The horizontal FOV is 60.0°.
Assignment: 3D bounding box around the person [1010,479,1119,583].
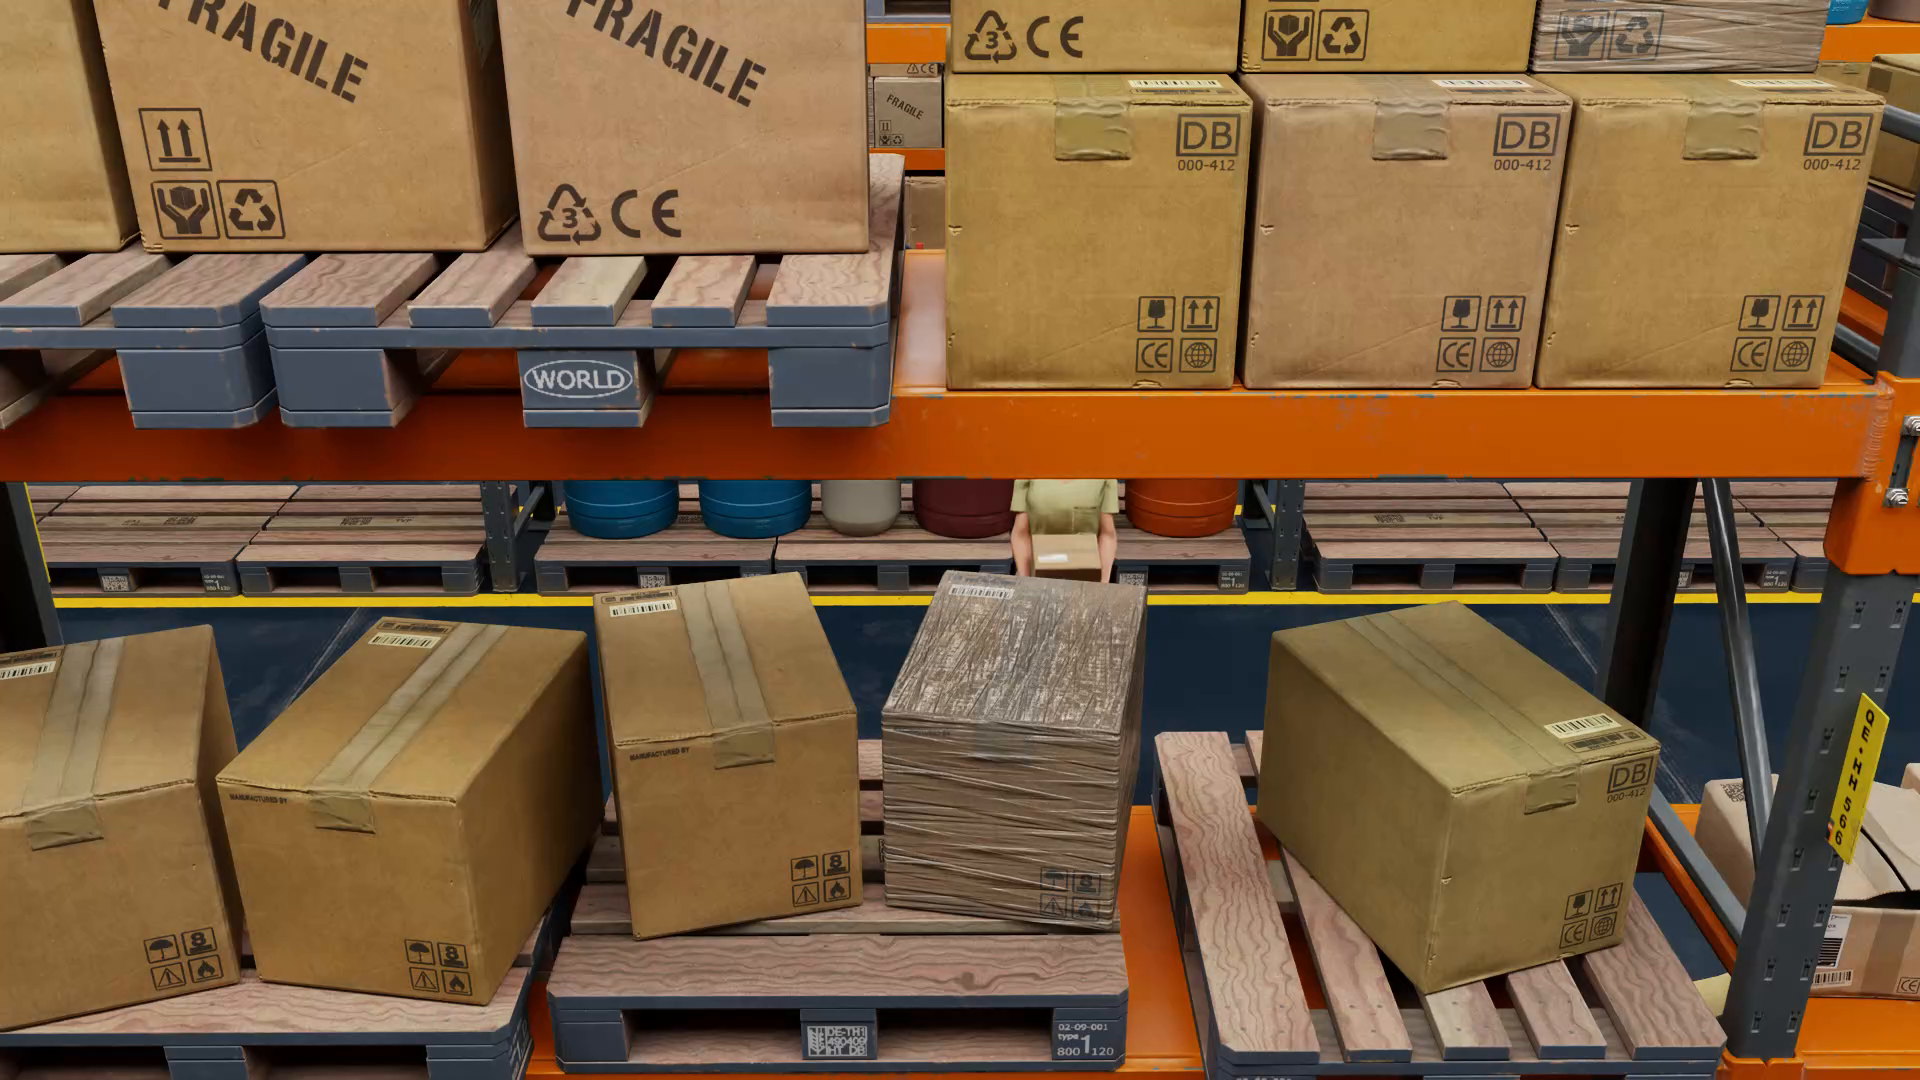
[{"bbox_3d":[0.409,0.240,6.585,0.428,1.661,0.558,0,24,0],"label":"person"}]
